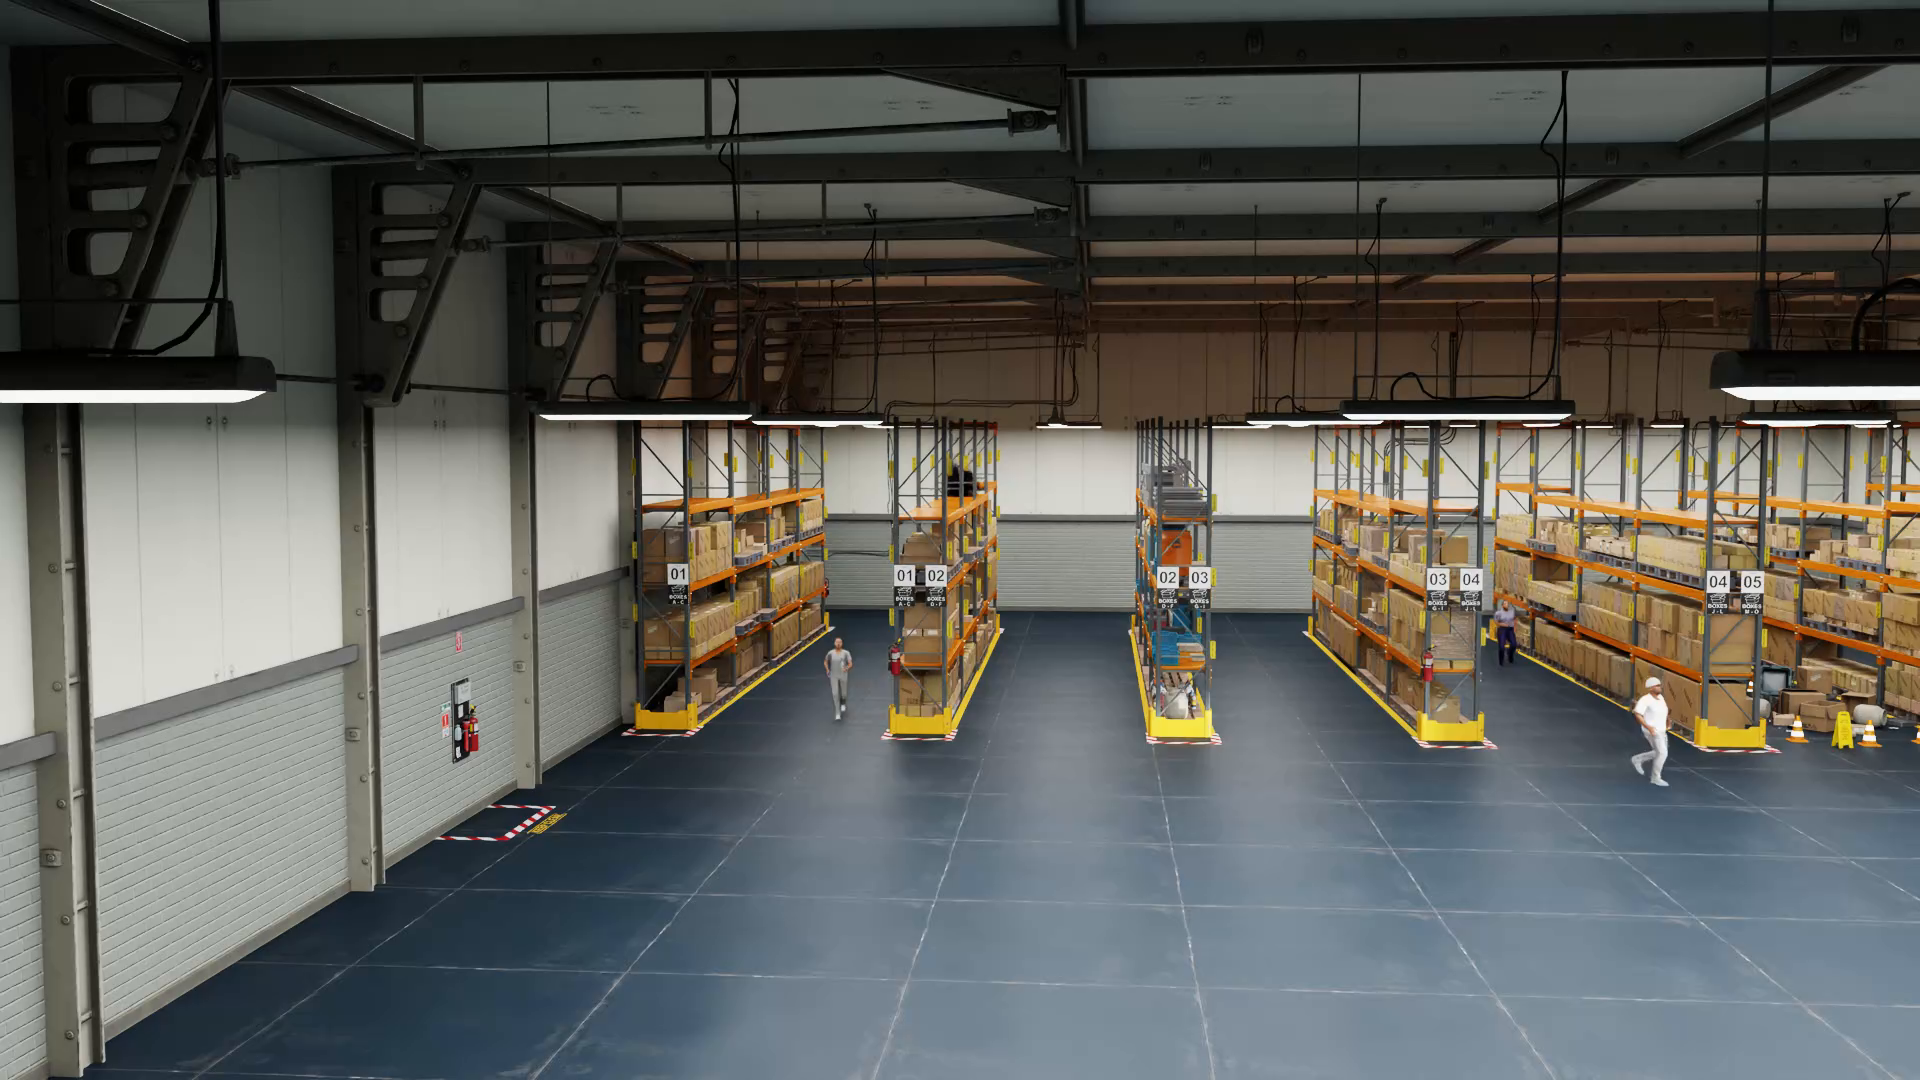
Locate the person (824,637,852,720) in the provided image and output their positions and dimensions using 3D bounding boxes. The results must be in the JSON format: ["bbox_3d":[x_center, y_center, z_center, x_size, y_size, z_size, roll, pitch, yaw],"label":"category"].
[{"bbox_3d":[-2.437,2.737,33.209,0.571,1.628,0.752,0,4,-3],"label":"person"}]

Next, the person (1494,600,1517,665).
[{"bbox_3d":[13.340,2.278,40.542,0.610,1.594,0.595,0,4,1],"label":"person"}]

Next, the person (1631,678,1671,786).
[{"bbox_3d":[11.248,3.097,27.068,0.693,1.742,0.649,-3,5,-42],"label":"person"}]
